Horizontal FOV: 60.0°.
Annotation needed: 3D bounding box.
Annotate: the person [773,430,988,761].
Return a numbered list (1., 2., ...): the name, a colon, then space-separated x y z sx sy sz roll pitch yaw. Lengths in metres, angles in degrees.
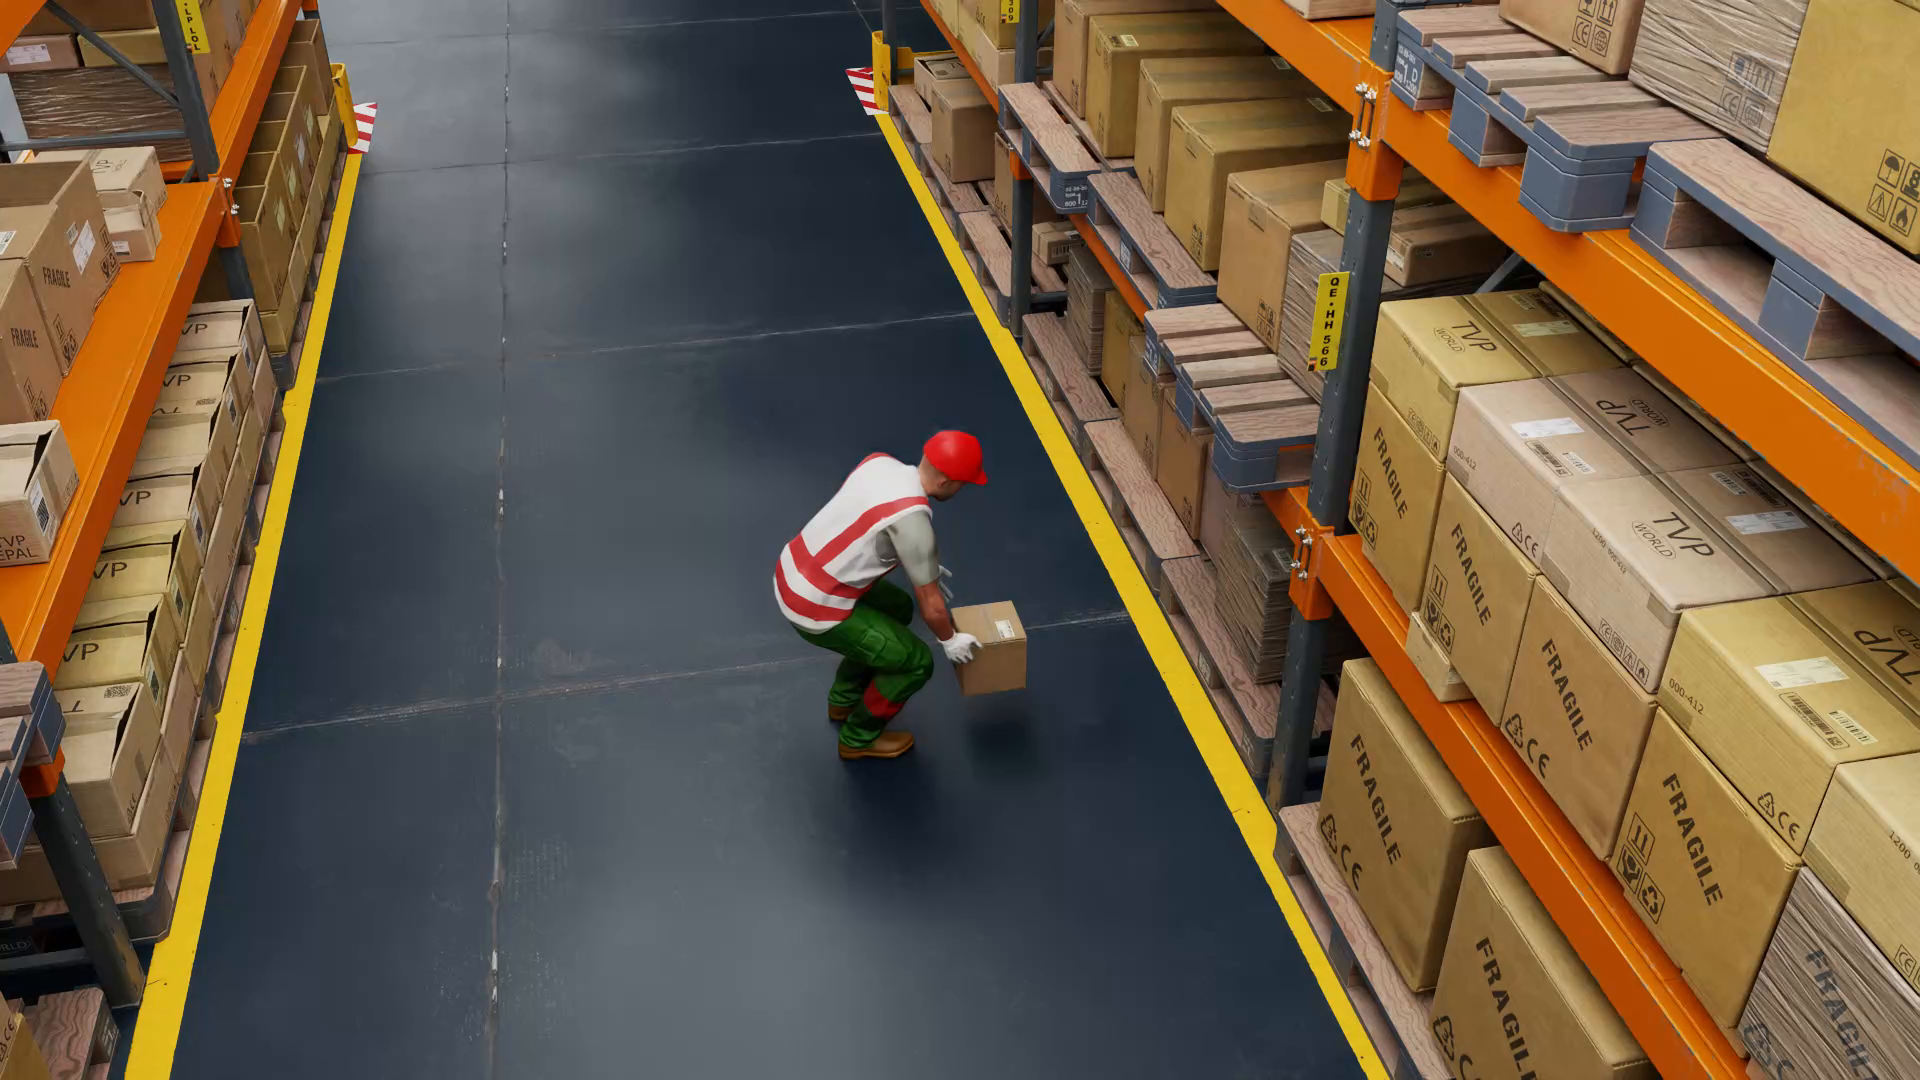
1. person: -0.295 0.184 6.291 0.816 1.295 0.585 -7 35 -10
